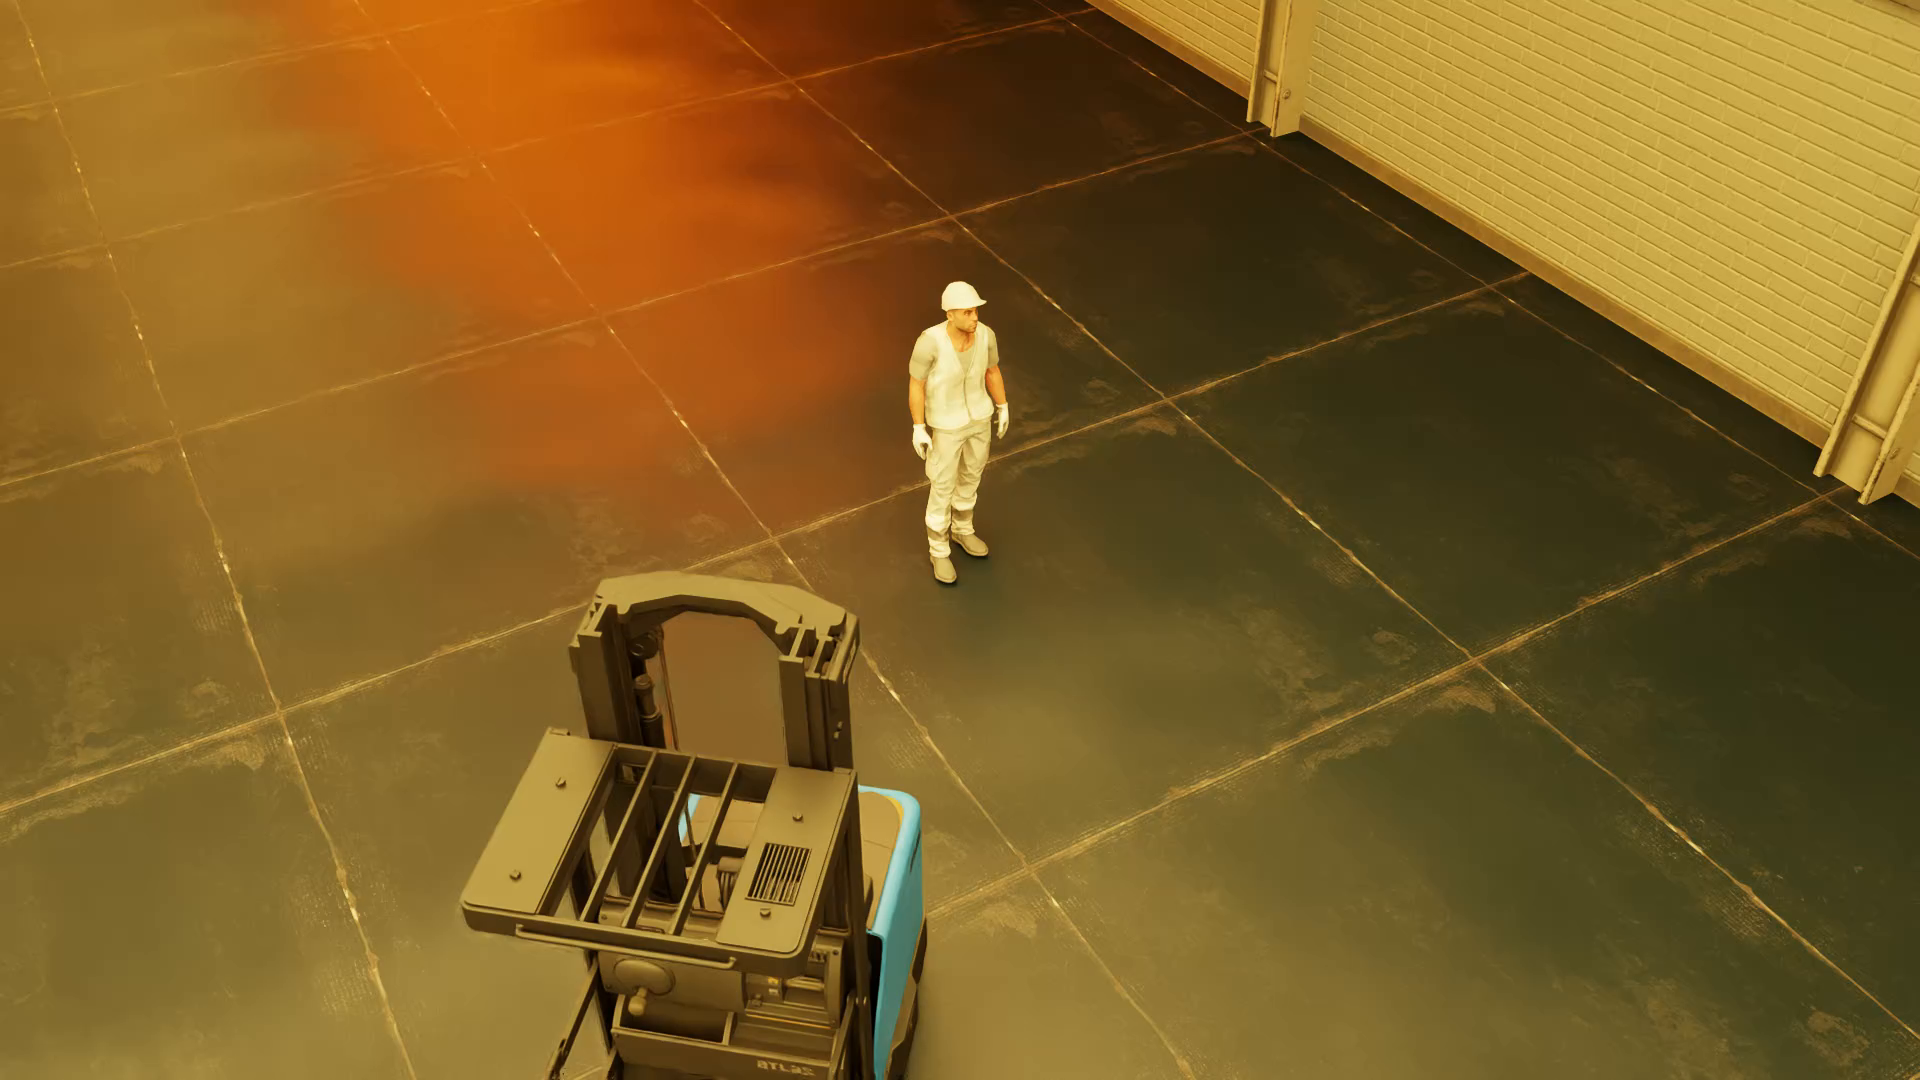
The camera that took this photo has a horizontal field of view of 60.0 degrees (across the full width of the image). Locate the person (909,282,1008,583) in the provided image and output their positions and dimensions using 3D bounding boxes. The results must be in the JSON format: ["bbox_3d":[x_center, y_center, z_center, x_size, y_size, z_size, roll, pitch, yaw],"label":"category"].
[{"bbox_3d":[0.030,-0.646,9.698,0.637,1.790,0.562,-20,44,-23],"label":"person"}]

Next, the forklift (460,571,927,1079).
[{"bbox_3d":[-0.928,1.683,6.008,1.130,2.935,3.031,7,40,8],"label":"forklift"}]
